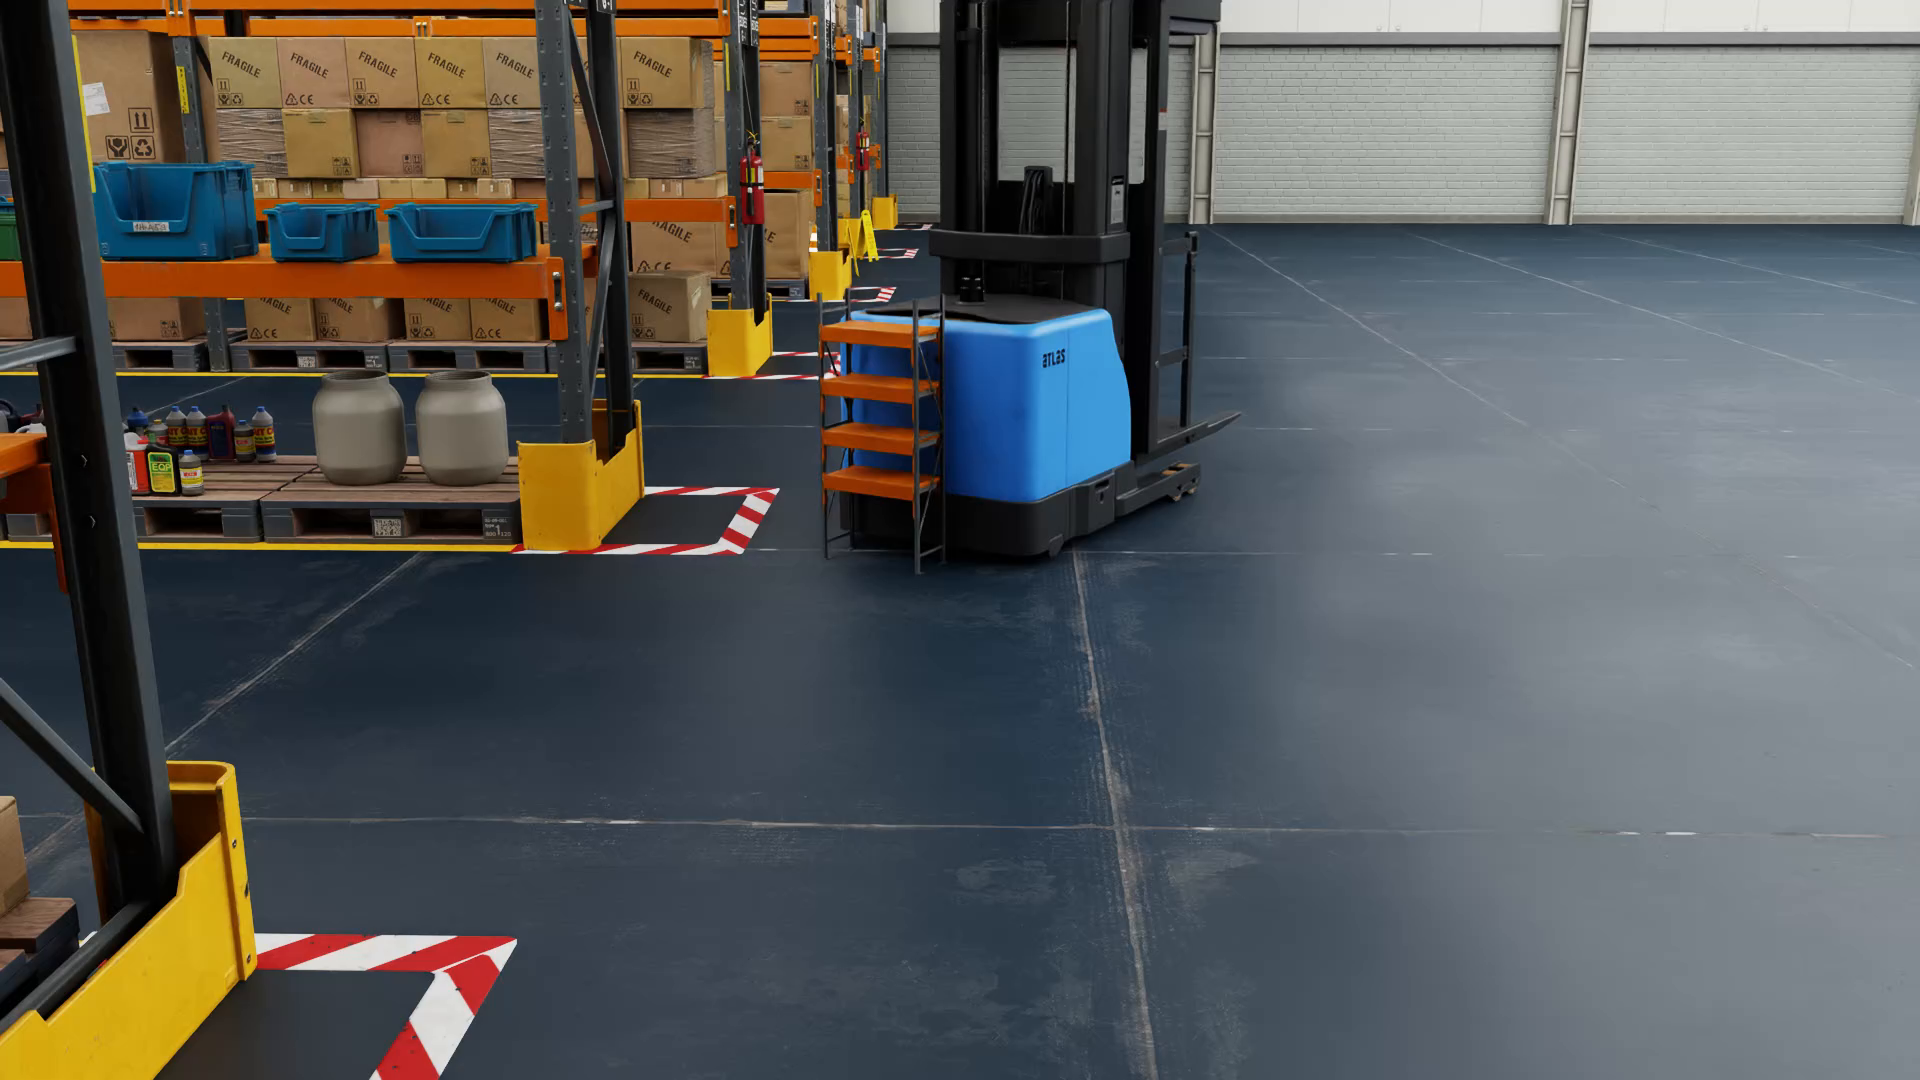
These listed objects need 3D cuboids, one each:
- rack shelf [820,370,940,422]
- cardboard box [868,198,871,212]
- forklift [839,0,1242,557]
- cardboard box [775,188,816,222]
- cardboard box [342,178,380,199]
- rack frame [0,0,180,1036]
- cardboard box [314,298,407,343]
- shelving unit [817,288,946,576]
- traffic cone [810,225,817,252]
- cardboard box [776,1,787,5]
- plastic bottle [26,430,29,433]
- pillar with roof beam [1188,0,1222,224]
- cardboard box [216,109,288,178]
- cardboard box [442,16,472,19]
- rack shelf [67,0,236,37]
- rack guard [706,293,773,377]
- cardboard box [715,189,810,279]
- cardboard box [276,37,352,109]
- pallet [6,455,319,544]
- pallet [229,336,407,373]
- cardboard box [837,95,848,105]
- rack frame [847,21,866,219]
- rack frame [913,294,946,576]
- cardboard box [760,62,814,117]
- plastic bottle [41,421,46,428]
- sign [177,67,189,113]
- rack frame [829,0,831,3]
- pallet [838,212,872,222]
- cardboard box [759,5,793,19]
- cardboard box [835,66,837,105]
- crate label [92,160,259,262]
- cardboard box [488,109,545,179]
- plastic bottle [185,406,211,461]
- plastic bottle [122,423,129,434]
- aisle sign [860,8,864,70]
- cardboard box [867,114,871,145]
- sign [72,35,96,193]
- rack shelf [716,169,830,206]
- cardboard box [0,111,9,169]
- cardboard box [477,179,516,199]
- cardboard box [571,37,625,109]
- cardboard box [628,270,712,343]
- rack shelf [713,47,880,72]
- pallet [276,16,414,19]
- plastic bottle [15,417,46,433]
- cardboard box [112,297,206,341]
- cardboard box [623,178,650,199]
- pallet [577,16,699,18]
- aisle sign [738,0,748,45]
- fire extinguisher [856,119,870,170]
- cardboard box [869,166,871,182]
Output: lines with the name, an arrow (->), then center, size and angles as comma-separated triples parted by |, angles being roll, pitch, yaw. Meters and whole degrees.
rack shelf -> -0.342, -0.632, 7.271 | 0.480, 0.148, 0.258 | 8, 17, 29
cardboard box -> -1.744, -5.544, 27.539 | 0.500, 0.250, 0.500 | 0, 15, 2
forklift -> 0.614, -1.667, 8.413 | 1.130, 2.935, 3.031 | 8, 17, 29
cardboard box -> -2.189, -4.526, 22.212 | 0.500, 0.500, 0.500 | 0, 15, 2
cardboard box -> -4.426, -2.640, 12.457 | 0.250, 0.149, 0.380 | 0, 15, 1
rack frame -> -1.891, -0.298, 3.088 | 0.127, 3.000, 1.000 | 0, 15, 1
cardboard box -> -4.661, -1.830, 12.973 | 0.500, 0.500, 0.500 | 5, 16, 19
shelving unit -> -0.342, -0.481, 7.311 | 0.503, 1.200, 0.258 | 8, 17, 29
traffic cone -> -1.844, -3.798, 21.330 | 0.334, 0.463, 0.336 | 0, 15, 1
cardboard box -> -2.239, -7.001, 21.545 | 0.250, 0.149, 0.380 | 0, 15, 1
plastic bottle -> -4.371, -0.406, 7.974 | 0.135, 0.276, 0.152 | 0, 15, 1
pillar with roof beam -> 3.957, -8.615, 22.854 | 0.400, 9.000, 9.100 | 0, 15, 1
cardboard box -> -5.185, -3.024, 12.641 | 0.500, 0.500, 0.875 | 0, 15, 1
cardboard box -> -6.473, -6.930, 21.816 | 0.500, 0.250, 0.500 | 1, 15, 2
rack shelf -> -7.632, -3.966, 12.521 | 4.000, 0.370, 1.077 | 0, 15, 1
rack guard -> -1.710, -1.616, 12.985 | 0.348, 0.500, 1.175 | 0, 15, 1
cardboard box -> -2.086, -3.252, 17.626 | 0.875, 0.875, 0.875 | 0, 15, 2
cardboard box -> -4.690, -3.455, 12.317 | 0.500, 0.500, 0.500 | 0, 15, 1
pallet -> -3.866, -0.216, 8.246 | 1.213, 0.211, 1.003 | 0, 15, 1
pallet -> -4.961, -1.506, 13.136 | 1.213, 0.211, 1.003 | 0, 15, 1
cardboard box -> -1.869, -7.065, 26.689 | 0.250, 0.149, 0.380 | 0, 15, 2
rack frame -> -1.381, -5.351, 22.243 | 0.127, 3.000, 1.000 | 0, 15, 1
rack frame -> -0.131, -0.450, 7.192 | 0.015, 1.200, 0.240 | 8, 17, 29
cardboard box -> -1.776, -4.695, 17.345 | 0.550, 0.550, 0.875 | 0, 15, 1
plastic bottle -> -4.570, -0.526, 8.416 | 0.133, 0.283, 0.061 | 0, 15, 1
sign -> -5.644, -3.268, 12.078 | 0.005, 0.325, 0.100 | 0, 15, 1
rack frame -> -1.407, -6.989, 16.690 | 0.127, 3.000, 1.000 | 0, 15, 1
pallet -> -2.024, -5.263, 27.375 | 1.213, 0.211, 1.003 | 0, 15, 1
cardboard box -> -2.402, -6.815, 21.620 | 0.500, 0.250, 0.500 | 0, 15, 1
cardboard box -> -1.897, -5.975, 21.866 | 0.500, 0.500, 0.700 | 0, 15, 0
crate label -> -3.608, -1.521, 7.656 | 0.616, 0.435, 0.502 | 0, 15, 1
cardboard box -> -3.185, -3.014, 12.604 | 0.500, 0.500, 0.875 | 0, 15, 1
plastic bottle -> -3.908, -0.548, 8.523 | 0.097, 0.271, 0.097 | 0, 15, 0
plastic bottle -> -4.312, -0.517, 8.542 | 0.097, 0.201, 0.097 | 0, 15, 0
aisle sign -> -1.311, -6.687, 22.209 | 0.004, 0.787, 0.394 | 0, 15, 1
cardboard box -> -1.746, -6.740, 27.309 | 0.500, 0.500, 0.500 | 1, 15, 3
sign -> -1.871, -0.896, 3.504 | 0.005, 0.325, 0.100 | 0, 15, 1
rack shelf -> -3.406, -3.753, 17.597 | 4.000, 0.370, 1.077 | 0, 15, 1
cardboard box -> -7.368, -3.091, 12.649 | 0.637, 0.503, 0.797 | 2, 15, 7
cardboard box -> -3.427, -2.635, 12.439 | 0.250, 0.149, 0.380 | 0, 15, 1
cardboard box -> -2.690, -3.442, 12.267 | 0.500, 0.500, 0.500 | 0, 15, 1
cardboard box -> -2.258, -1.827, 12.961 | 0.500, 0.500, 0.500 | 3, 15, 12
rack shelf -> -3.257, -7.733, 26.799 | 4.000, 0.370, 1.077 | 0, 15, 1
pallet -> -6.323, -5.466, 17.171 | 1.217, 0.209, 0.805 | 0, 15, -1
plastic bottle -> -4.349, -0.404, 7.821 | 0.185, 0.351, 0.144 | 0, 15, 1
cardboard box -> -6.246, -1.864, 13.061 | 0.500, 0.500, 0.700 | -1, 15, -3
cardboard box -> -2.426, -2.642, 12.467 | 0.250, 0.149, 0.380 | 0, 15, 1
pallet -> -3.371, -5.505, 17.120 | 1.213, 0.211, 1.003 | 0, 15, 1
aisle sign -> -1.580, -4.004, 12.041 | 0.004, 0.787, 0.394 | 0, 15, 1
fire extinguisher -> -1.278, -5.196, 21.804 | 0.183, 0.674, 0.296 | 0, 15, 1
cardboard box -> -1.734, -6.026, 27.405 | 0.500, 0.250, 0.500 | 0, 15, 1
